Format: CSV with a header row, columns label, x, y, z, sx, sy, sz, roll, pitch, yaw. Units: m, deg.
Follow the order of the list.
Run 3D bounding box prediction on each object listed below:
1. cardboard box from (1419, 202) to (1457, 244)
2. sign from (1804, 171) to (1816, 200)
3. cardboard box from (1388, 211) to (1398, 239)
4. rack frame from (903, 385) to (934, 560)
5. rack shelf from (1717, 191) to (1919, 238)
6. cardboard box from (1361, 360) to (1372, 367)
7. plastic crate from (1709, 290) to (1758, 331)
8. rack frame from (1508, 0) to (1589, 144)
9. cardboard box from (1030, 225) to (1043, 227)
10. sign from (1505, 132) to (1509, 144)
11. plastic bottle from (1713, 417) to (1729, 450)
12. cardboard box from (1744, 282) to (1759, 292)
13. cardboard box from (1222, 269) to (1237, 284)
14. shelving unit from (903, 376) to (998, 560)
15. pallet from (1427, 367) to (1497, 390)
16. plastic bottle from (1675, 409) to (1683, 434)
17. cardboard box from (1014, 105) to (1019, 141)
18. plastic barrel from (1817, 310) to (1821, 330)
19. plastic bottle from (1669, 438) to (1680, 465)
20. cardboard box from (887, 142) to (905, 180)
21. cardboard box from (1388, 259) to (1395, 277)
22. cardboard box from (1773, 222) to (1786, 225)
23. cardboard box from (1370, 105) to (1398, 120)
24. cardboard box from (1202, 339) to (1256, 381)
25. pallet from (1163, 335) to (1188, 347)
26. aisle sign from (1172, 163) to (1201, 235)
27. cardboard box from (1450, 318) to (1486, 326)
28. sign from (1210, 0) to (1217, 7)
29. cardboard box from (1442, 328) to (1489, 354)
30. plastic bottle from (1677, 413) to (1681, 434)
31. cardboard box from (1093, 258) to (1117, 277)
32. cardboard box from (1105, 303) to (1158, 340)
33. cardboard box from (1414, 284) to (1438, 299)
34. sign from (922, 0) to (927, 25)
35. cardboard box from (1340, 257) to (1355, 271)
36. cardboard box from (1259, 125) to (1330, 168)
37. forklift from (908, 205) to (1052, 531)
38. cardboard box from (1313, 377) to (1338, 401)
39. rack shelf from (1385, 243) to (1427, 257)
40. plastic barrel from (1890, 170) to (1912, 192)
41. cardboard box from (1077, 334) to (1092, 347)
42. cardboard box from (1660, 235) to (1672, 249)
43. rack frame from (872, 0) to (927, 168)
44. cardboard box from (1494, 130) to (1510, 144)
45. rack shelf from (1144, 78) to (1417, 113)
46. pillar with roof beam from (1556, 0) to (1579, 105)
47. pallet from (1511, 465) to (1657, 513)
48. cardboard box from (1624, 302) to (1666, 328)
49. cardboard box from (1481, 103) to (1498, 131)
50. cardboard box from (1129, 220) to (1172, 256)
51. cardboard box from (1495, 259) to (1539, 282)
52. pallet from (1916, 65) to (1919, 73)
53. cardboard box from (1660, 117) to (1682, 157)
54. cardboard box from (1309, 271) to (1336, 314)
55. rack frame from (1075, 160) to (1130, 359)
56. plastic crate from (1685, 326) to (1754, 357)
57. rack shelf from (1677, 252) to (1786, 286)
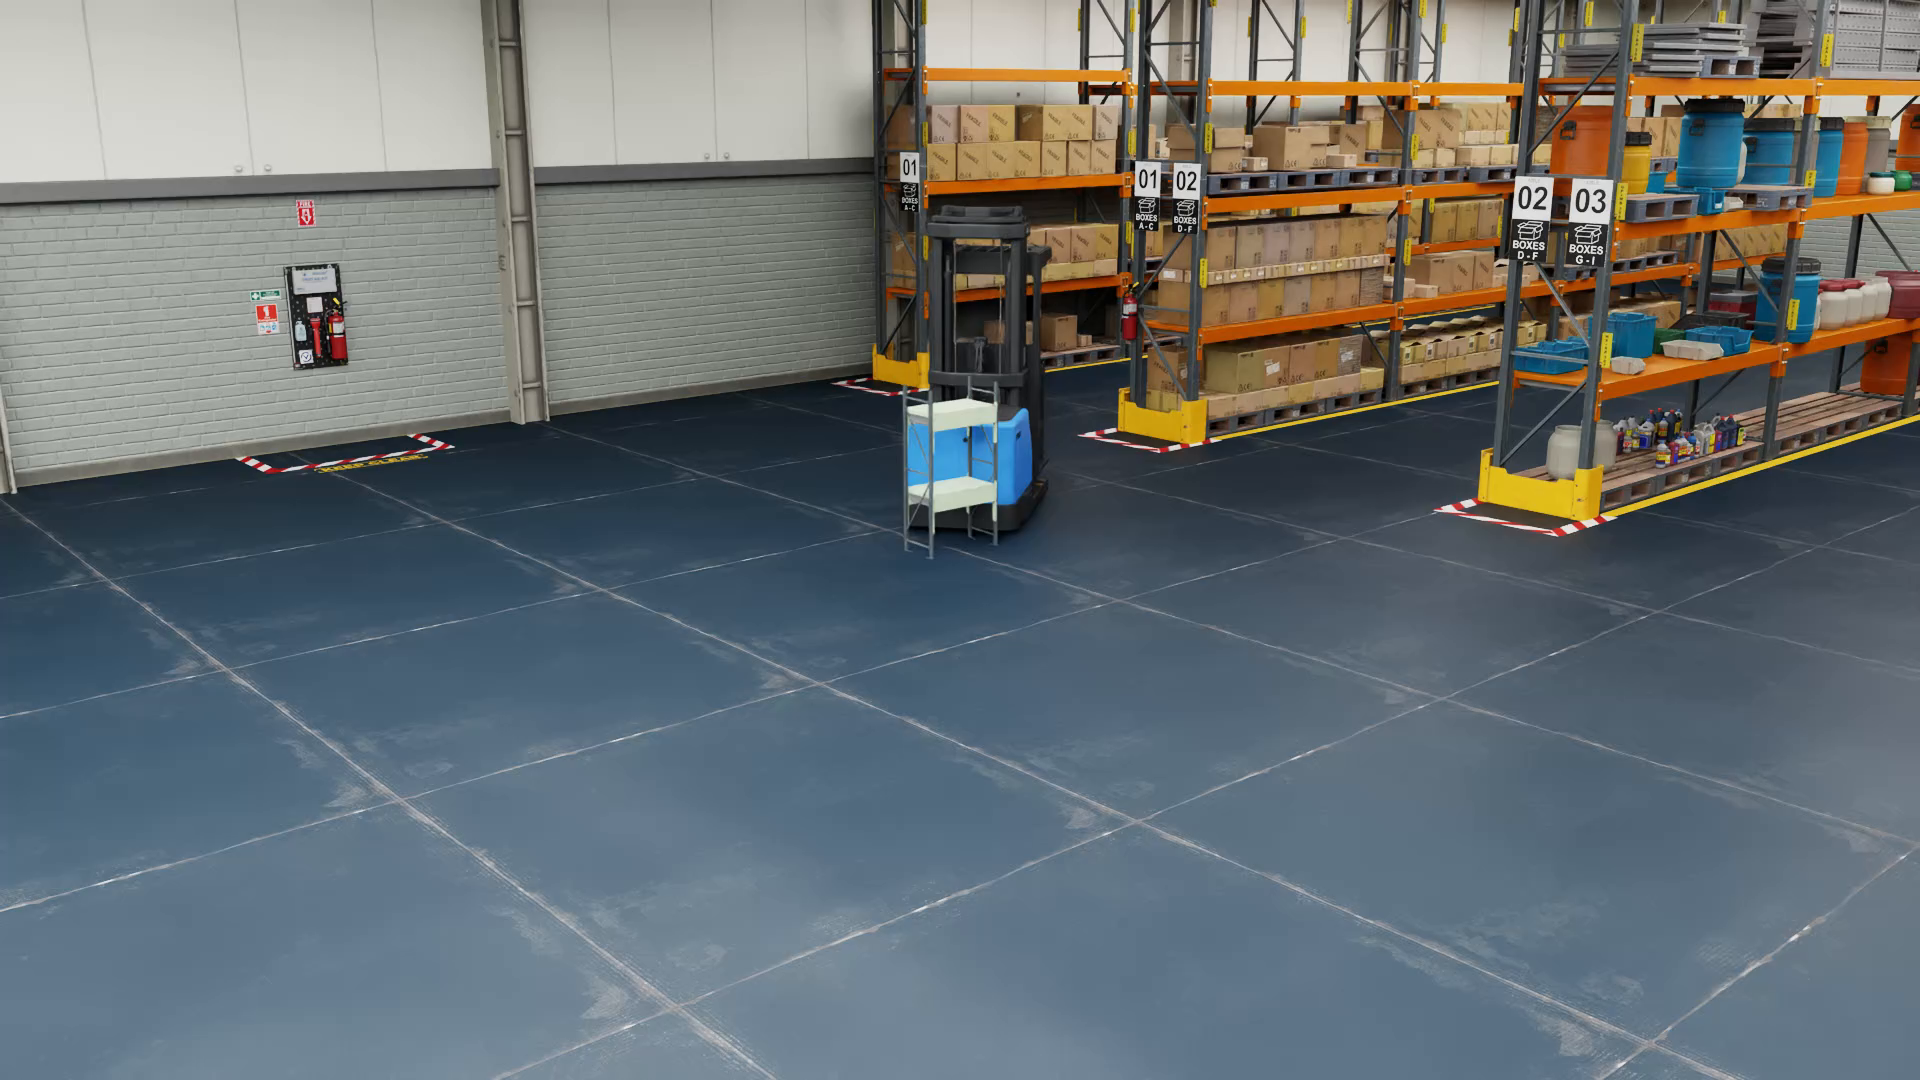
label,x,y,z,sx,sy,sz,roll,pitch,yaw
cardboard box,8.647,-5.941,31.098,0.700,0.700,0.980,-12,19,-39
sign,9.048,-3.768,17.714,0.005,0.325,0.100,-13,19,-39
cardboard box,7.666,-5.694,29.944,0.500,0.500,0.500,-12,19,-39
rack frame,-0.366,-0.588,14.545,0.023,1.500,0.400,-12,19,-37
rack shelf,10.204,-3.864,19.485,4.000,0.370,1.077,-13,19,-39
cardboard box,5.569,-2.390,22.898,0.500,0.250,0.500,-13,20,-40
plastic crate,8.860,-2.596,19.032,0.583,0.464,0.402,-13,19,-39
rack frame,8.464,-6.964,23.886,0.127,3.000,1.000,-13,19,-39
cardboard box,0.928,-4.443,24.868,0.500,0.500,0.500,-12,19,-38
sign,8.110,-5.871,24.603,0.005,0.325,0.100,-13,19,-39
plastic bottle,8.254,-1.159,18.055,0.185,0.351,0.144,-14,20,-42
cardboard box,14.251,-4.286,29.475,0.500,0.500,0.500,-13,19,-39
cardboard box,3.064,-3.142,19.751,0.250,0.149,0.380,-13,20,-41
shelving unit,-0.081,-0.647,14.766,0.755,1.500,0.431,-12,19,-37
pallet,6.898,-2.381,23.756,1.213,0.211,1.003,-13,19,-39
plastic bottle,8.167,-1.349,18.923,0.097,0.271,0.097,0,15,0
cardboard box,0.503,-6.046,24.091,0.500,0.500,0.500,-13,20,-39
plastic barrel,9.795,-2.551,19.256,0.301,0.262,0.301,0,15,0
plastic bottle,7.433,-0.927,17.321,0.133,0.283,0.061,-12,19,-38
cardboard box,-0.677,-5.302,23.241,0.500,0.500,0.500,-11,18,-35
cardboard box,7.822,-4.736,30.521,0.750,0.750,0.750,-12,19,-39
cardboard box,13.963,-5.738,28.788,0.500,0.500,0.500,-12,19,-38
cardboard box,7.477,-7.656,29.789,0.500,0.250,0.500,-11,18,-35
cardboard box,3.383,-2.269,20.992,0.500,0.500,0.500,-13,19,-39
pallet,3.699,-3.345,27.364,1.213,0.211,1.003,-13,19,-39
aisle sign,2.581,-3.896,18.986,0.004,0.787,0.394,-13,19,-39
cardboard box,7.486,-3.089,24.431,0.500,0.311,0.500,-13,20,-41
sign,2.789,-6.028,18.263,0.005,0.325,0.100,-13,19,-39
cardboard box,7.081,-2.816,23.408,0.500,0.311,0.500,-12,19,-38
plastic bottle,8.012,-1.274,18.620,0.133,0.283,0.061,-13,19,-39
cardboard box,2.034,-4.150,25.227,0.500,0.250,0.500,-13,19,-39
cardboard box,2.736,-3.485,26.476,0.500,0.500,0.700,-12,19,-38
cardboard box,6.249,-3.377,22.568,0.250,0.149,0.380,-13,19,-39
sign,-0.469,-6.957,21.894,0.005,0.325,0.100,-13,19,-39
cardboard box,4.801,-3.531,21.207,0.250,0.149,0.380,-13,20,-39
cardboard box,4.122,-4.904,20.698,0.637,0.503,0.797,-10,18,-33
forklift,0.292,-1.837,16.446,1.130,2.935,3.031,3,15,11
cardboard box,4.489,-1.971,21.333,0.500,0.250,0.500,-13,19,-39
rack shelf,6.718,-5.021,29.629,4.000,0.370,1.077,-13,19,-39
plastic barrel,11.560,-4.424,20.486,0.294,0.245,0.294,0,15,0
cardboard box,1.808,-3.099,25.679,0.380,0.166,0.250,13,20,40
cardboard box,11.690,-4.927,27.688,0.500,0.500,0.500,-12,19,-38
rack frame,-0.825,-6.573,22.420,0.127,3.000,1.000,-13,19,-39
cardboard box,10.085,-7.660,31.584,0.500,0.250,0.500,-13,20,-41
rack shelf,3.938,-5.407,20.225,4.000,0.370,1.077,-13,19,-39
pillar with roof beam,15.540,-9.071,31.773,0.400,9.000,9.100,-13,19,-39
pallet,6.321,-0.557,16.927,1.213,0.211,1.003,-13,19,-39
cardboard box,10.919,-3.527,26.633,0.500,0.500,0.500,-13,19,-39
cardboard box,9.702,-7.937,31.169,0.500,0.500,0.500,-12,19,-39
cardboard box,3.025,-4.786,26.309,0.500,0.500,0.700,-10,18,-34
cardboard box,8.161,-3.970,24.473,0.500,0.311,0.500,-11,19,-36
pallet,12.277,-5.831,20.784,1.003,0.211,1.213,-13,19,-39
cardboard box,11.053,-6.421,26.464,0.600,0.600,0.600,14,20,42
cardboard box,4.341,-3.186,21.170,0.500,0.500,0.700,-12,19,-39
rack frame,2.192,-4.352,25.731,0.127,3.000,1.000,-13,19,-39
plastic crate,8.039,-2.111,17.630,0.616,0.251,0.499,-13,19,-39
rack shelf,12.990,-4.735,28.558,4.000,0.370,1.077,-13,19,-39
